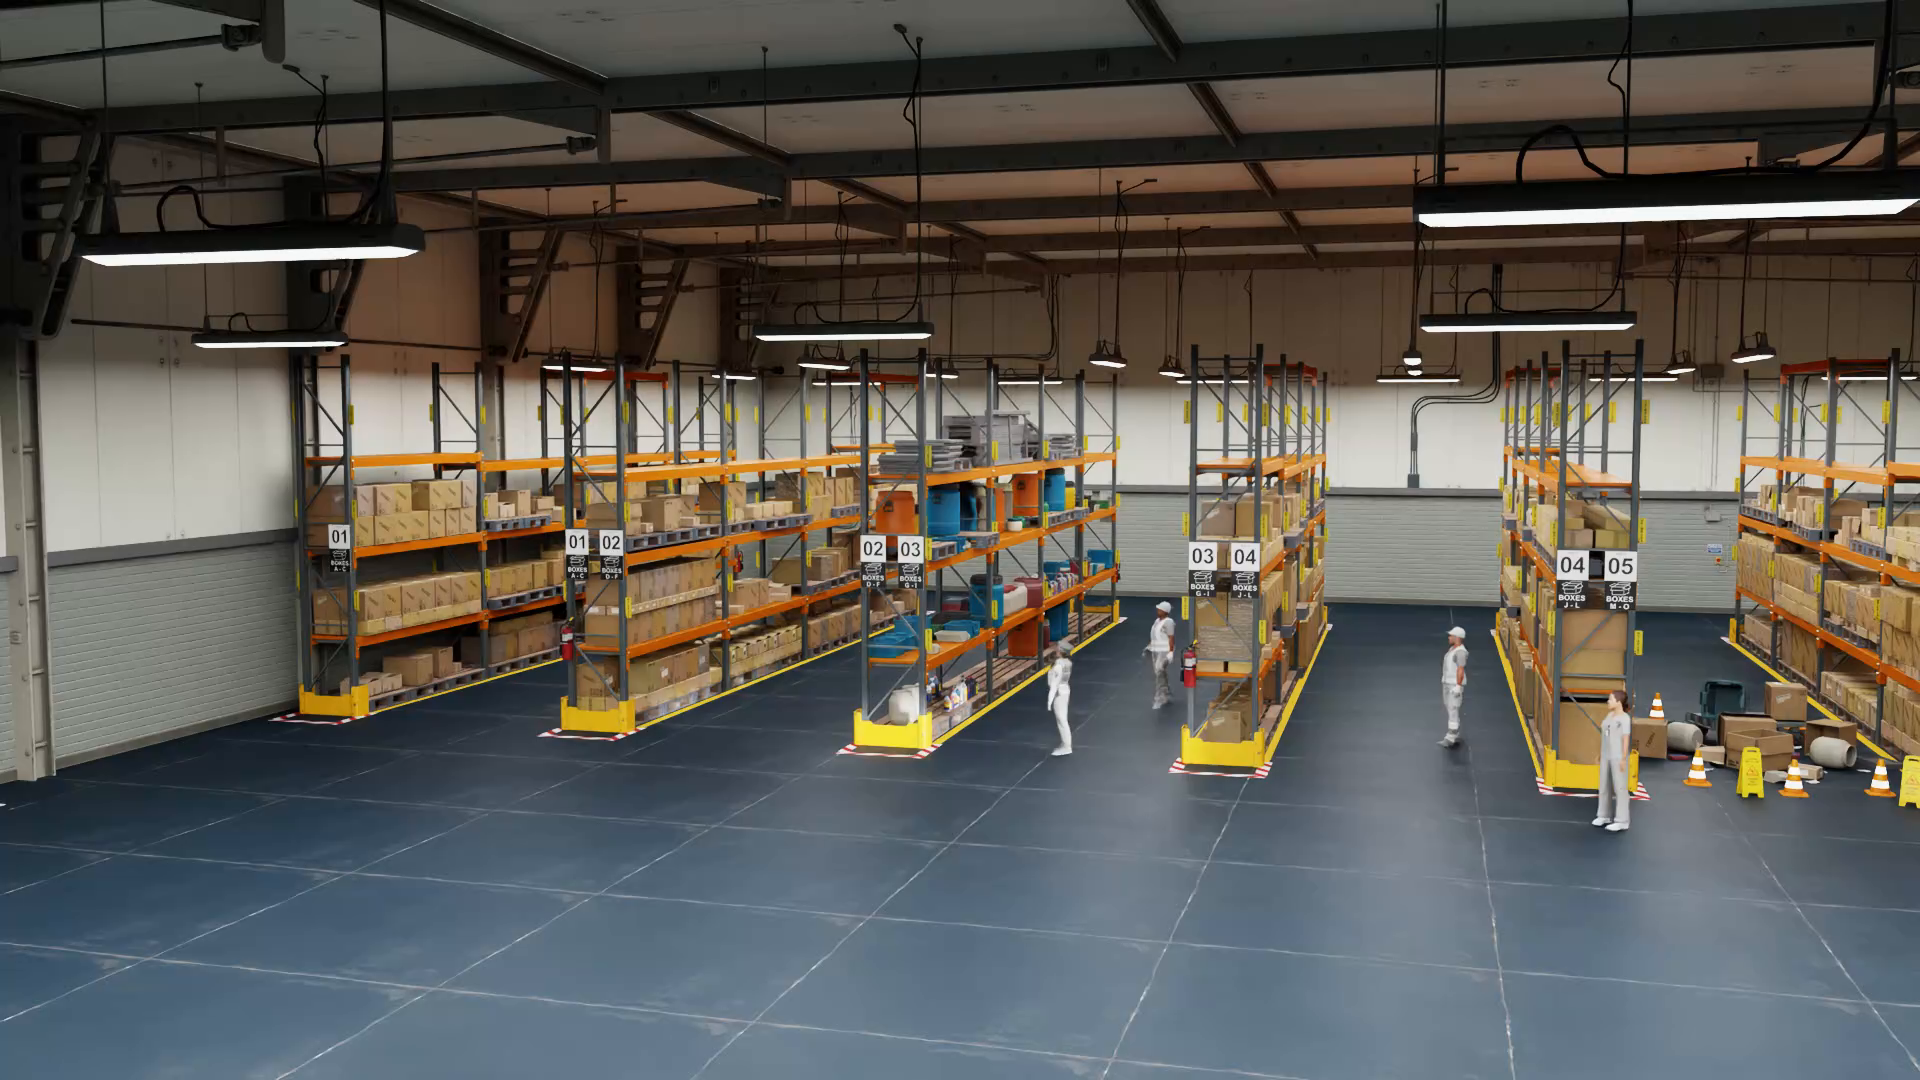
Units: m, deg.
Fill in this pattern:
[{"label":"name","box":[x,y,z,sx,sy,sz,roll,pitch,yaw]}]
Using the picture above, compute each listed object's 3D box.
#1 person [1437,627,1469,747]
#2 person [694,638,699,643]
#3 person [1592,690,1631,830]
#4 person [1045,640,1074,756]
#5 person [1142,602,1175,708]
[{"label":"person","box":[7.426,2.216,25.289,0.599,1.789,0.548,-1,4,-16]},{"label":"person","box":[-5.538,1.581,33.697,0.654,1.728,1.060,1,4,13]},{"label":"person","box":[7.911,2.649,20.144,0.386,1.675,0.490,-2,5,-22]},{"label":"person","box":[1.472,2.326,24.571,0.421,1.697,0.568,0,4,5]},{"label":"person","box":[3.448,1.979,28.723,0.607,1.834,0.639,-3,5,-35]}]
